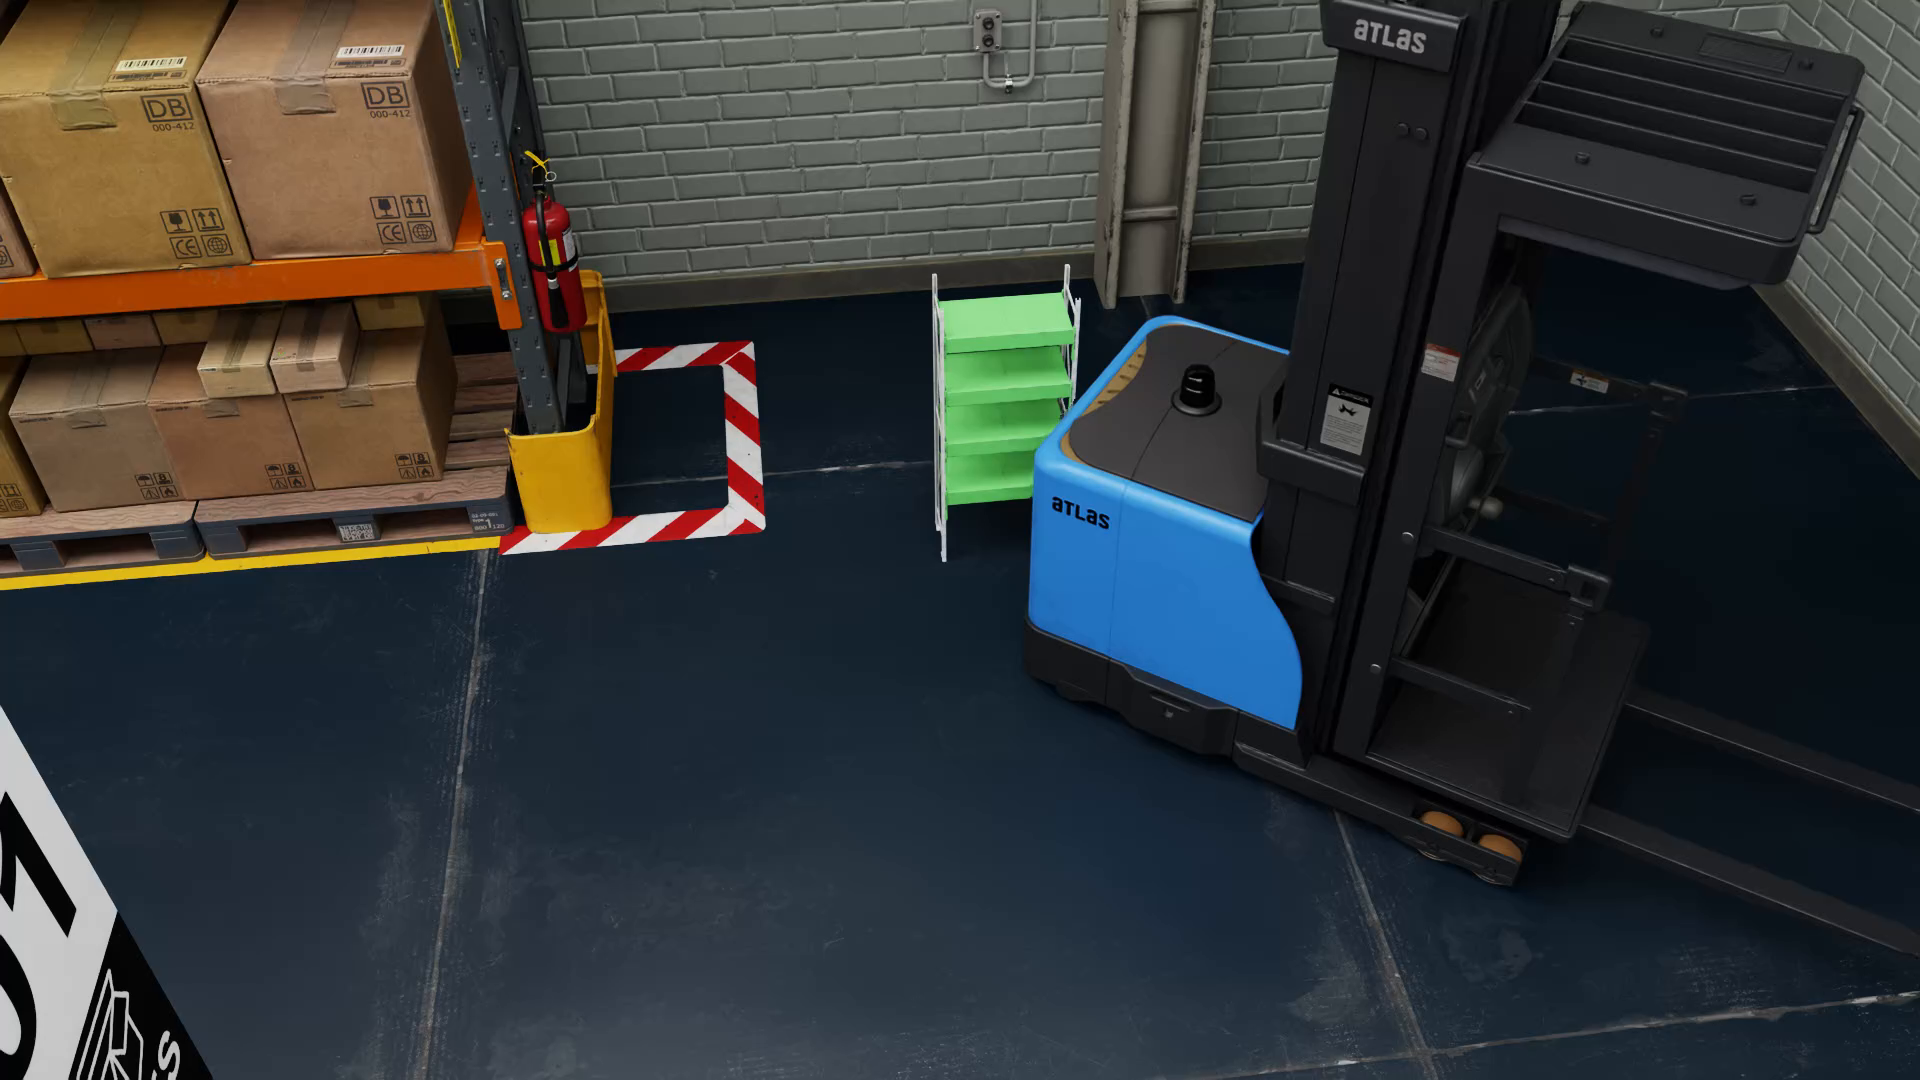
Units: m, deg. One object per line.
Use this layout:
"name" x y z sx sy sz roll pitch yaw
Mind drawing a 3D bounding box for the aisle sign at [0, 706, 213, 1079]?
"aisle sign" -1.021 0.590 1.916 0.004 0.787 0.394 -5 42 -6

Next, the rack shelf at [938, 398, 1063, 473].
"rack shelf" 0.164 -0.412 6.407 0.480 0.148 0.258 -5 42 -6

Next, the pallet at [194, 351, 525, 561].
"pallet" -2.479 -0.376 7.010 1.213 0.211 1.003 -5 42 -6

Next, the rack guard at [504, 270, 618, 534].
"rack guard" -1.672 -0.607 7.050 0.348 0.500 1.175 -5 42 -6

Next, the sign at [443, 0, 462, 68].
"sign" -1.639 -1.690 5.342 0.005 0.325 0.100 -5 42 -6

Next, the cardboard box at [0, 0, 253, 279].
"cardboard box" -2.920 -1.523 5.975 0.700 0.700 0.980 -5 42 -6

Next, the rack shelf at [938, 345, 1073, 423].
"rack shelf" 0.164 -0.591 6.246 0.480 0.148 0.258 -5 42 -6

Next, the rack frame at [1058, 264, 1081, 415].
"rack frame" 0.406 -0.481 6.388 0.015 1.200 0.240 -5 42 -6

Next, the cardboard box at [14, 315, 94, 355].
"cardboard box" -3.536 -0.907 6.585 0.250 0.149 0.380 -5 42 -5

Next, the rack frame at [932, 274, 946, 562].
"rack frame" -0.078 -0.439 6.341 0.015 1.200 0.240 -5 42 -6

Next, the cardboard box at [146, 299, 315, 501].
"cardboard box" -2.873 -0.590 6.718 0.500 0.500 0.700 -5 42 -6

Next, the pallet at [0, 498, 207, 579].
"pallet" -3.686 -0.273 6.895 1.213 0.211 1.003 -5 42 -6

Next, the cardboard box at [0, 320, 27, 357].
"cardboard box" -3.787 -0.886 6.561 0.250 0.149 0.380 -6 42 -6

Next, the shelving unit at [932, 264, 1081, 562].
"shelving unit" 0.164 -0.460 6.364 0.503 1.200 0.258 -5 42 -6

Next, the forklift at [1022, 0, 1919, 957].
"forklift" 1.766 -0.364 4.965 3.031 2.935 1.130 21 46 22

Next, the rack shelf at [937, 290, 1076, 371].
"rack shelf" 0.164 -0.769 6.085 0.480 0.148 0.258 -5 42 -6

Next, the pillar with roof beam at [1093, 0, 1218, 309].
"pillar with roof beam" 1.427 -1.711 1.928 0.400 9.000 9.100 -5 42 -6

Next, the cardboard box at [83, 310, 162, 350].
"cardboard box" -3.282 -0.930 6.610 0.250 0.149 0.380 -4 42 -5

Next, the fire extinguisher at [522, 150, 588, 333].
"fire extinguisher" -1.487 -1.073 6.036 0.183 0.674 0.296 -5 42 -6

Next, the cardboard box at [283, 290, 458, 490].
"cardboard box" -2.377 -0.634 6.766 0.500 0.500 0.700 -5 42 -6

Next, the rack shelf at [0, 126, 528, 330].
"rack shelf" -3.679 -1.093 6.259 4.000 0.370 1.077 -5 42 -6

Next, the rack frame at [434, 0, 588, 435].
"rack frame" -1.696 -1.533 6.210 0.127 3.000 1.000 -5 42 -6

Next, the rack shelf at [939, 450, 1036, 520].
"rack shelf" 0.164 -0.234 6.568 0.480 0.148 0.258 -5 42 -6

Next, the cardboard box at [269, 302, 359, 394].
"cardboard box" -2.481 -0.743 6.402 0.250 0.149 0.380 -5 42 -6

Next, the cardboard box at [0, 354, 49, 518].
"cardboard box" -3.900 -0.495 6.612 0.500 0.500 0.700 -4 42 -5

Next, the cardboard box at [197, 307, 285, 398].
"cardboard box" -2.734 -0.720 6.377 0.250 0.149 0.380 -4 42 -4

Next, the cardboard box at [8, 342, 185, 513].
"cardboard box" -3.372 -0.546 6.669 0.500 0.500 0.700 -6 42 -7

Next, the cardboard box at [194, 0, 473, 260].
"cardboard box" -2.200 -1.594 6.054 0.700 0.700 0.980 -3 42 -4

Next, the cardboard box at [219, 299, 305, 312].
"cardboard box" -2.781 -0.974 6.659 0.250 0.149 0.380 -5 42 -5

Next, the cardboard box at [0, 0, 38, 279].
"cardboard box" -3.678 -1.463 5.909 0.700 0.700 0.980 -7 43 -8

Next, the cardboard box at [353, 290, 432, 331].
"cardboard box" -2.279 -1.018 6.708 0.250 0.149 0.380 -5 42 -5

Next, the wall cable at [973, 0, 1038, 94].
"wall cable" -0.549 -2.650 6.690 1.851 1.984 0.084 -5 42 -6

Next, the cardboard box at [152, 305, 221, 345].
"cardboard box" -3.030 -0.953 6.635 0.250 0.149 0.380 -5 42 -5
